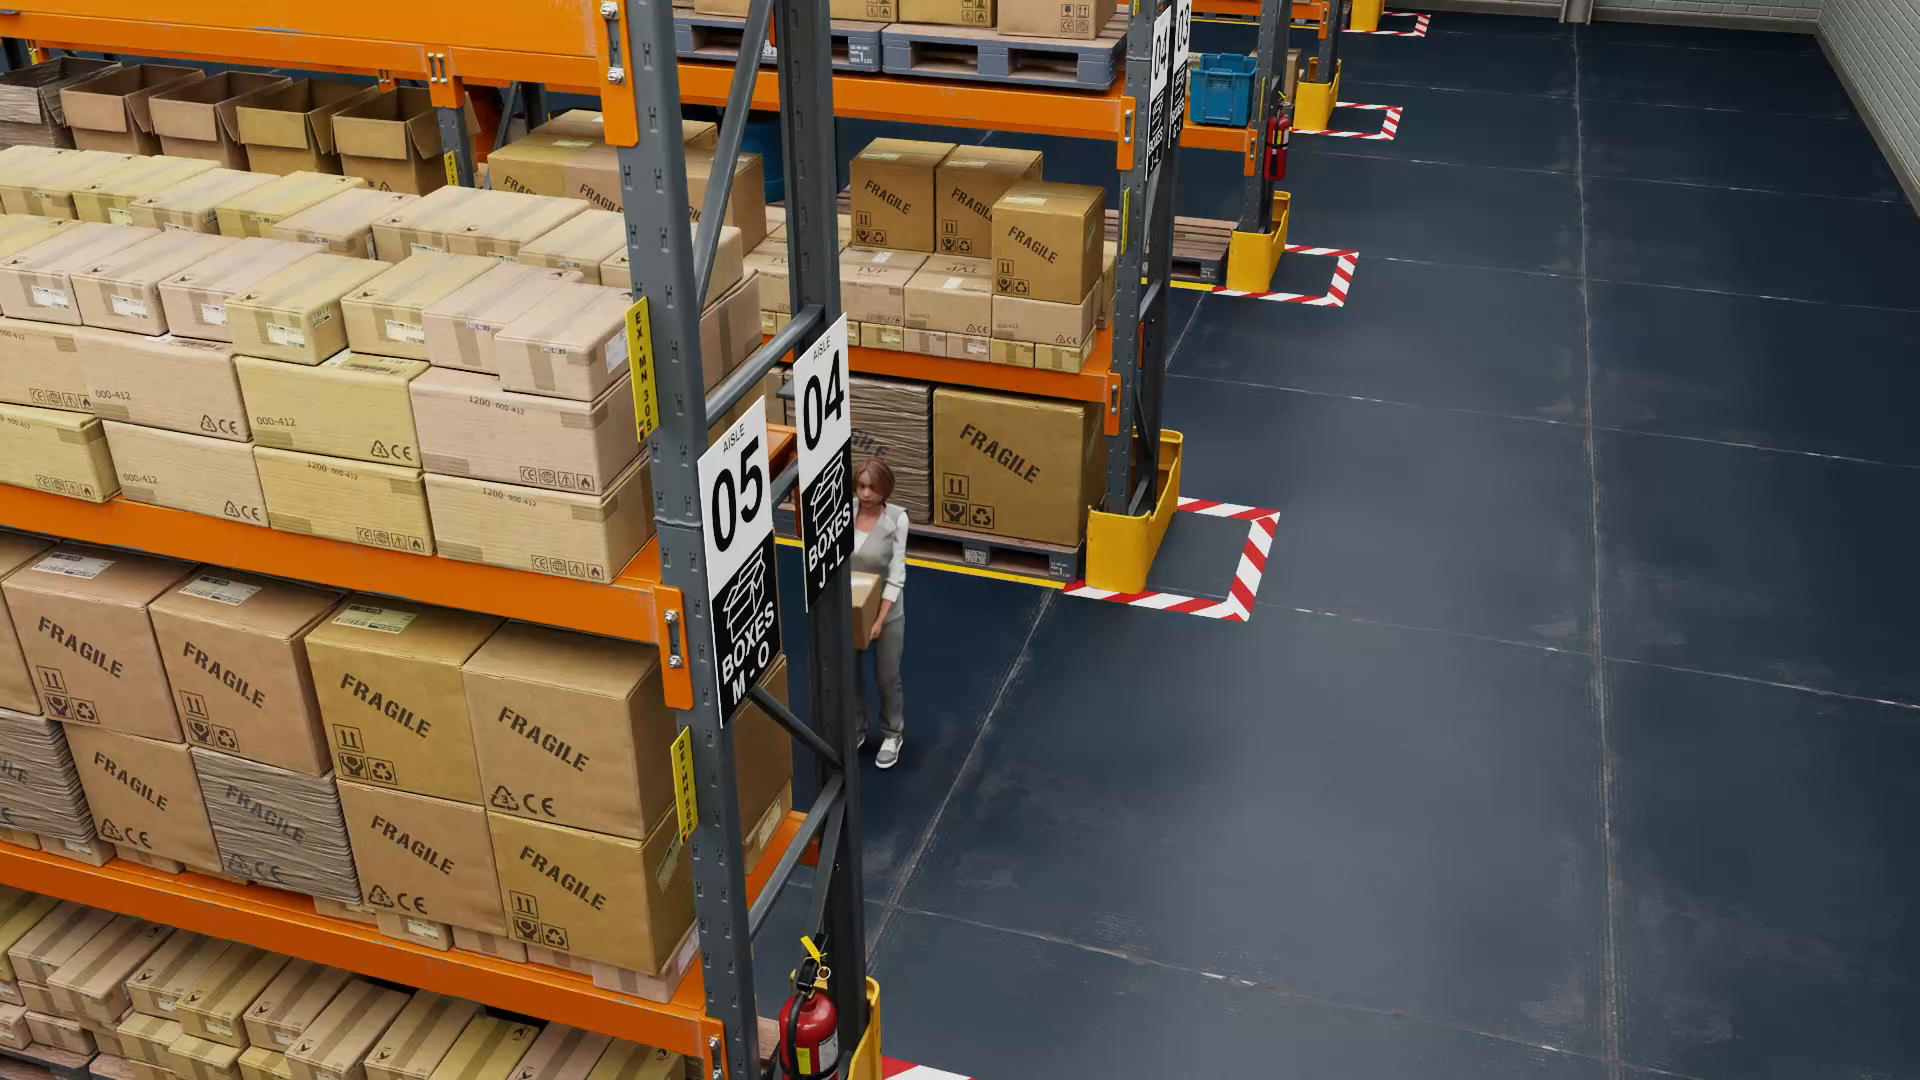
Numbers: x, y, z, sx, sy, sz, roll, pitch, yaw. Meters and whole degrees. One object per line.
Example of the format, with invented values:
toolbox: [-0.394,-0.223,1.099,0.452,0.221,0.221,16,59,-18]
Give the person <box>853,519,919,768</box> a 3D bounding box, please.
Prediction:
person: [-0.430,0.454,7.950,0.468,1.352,0.327,7,30,13]
